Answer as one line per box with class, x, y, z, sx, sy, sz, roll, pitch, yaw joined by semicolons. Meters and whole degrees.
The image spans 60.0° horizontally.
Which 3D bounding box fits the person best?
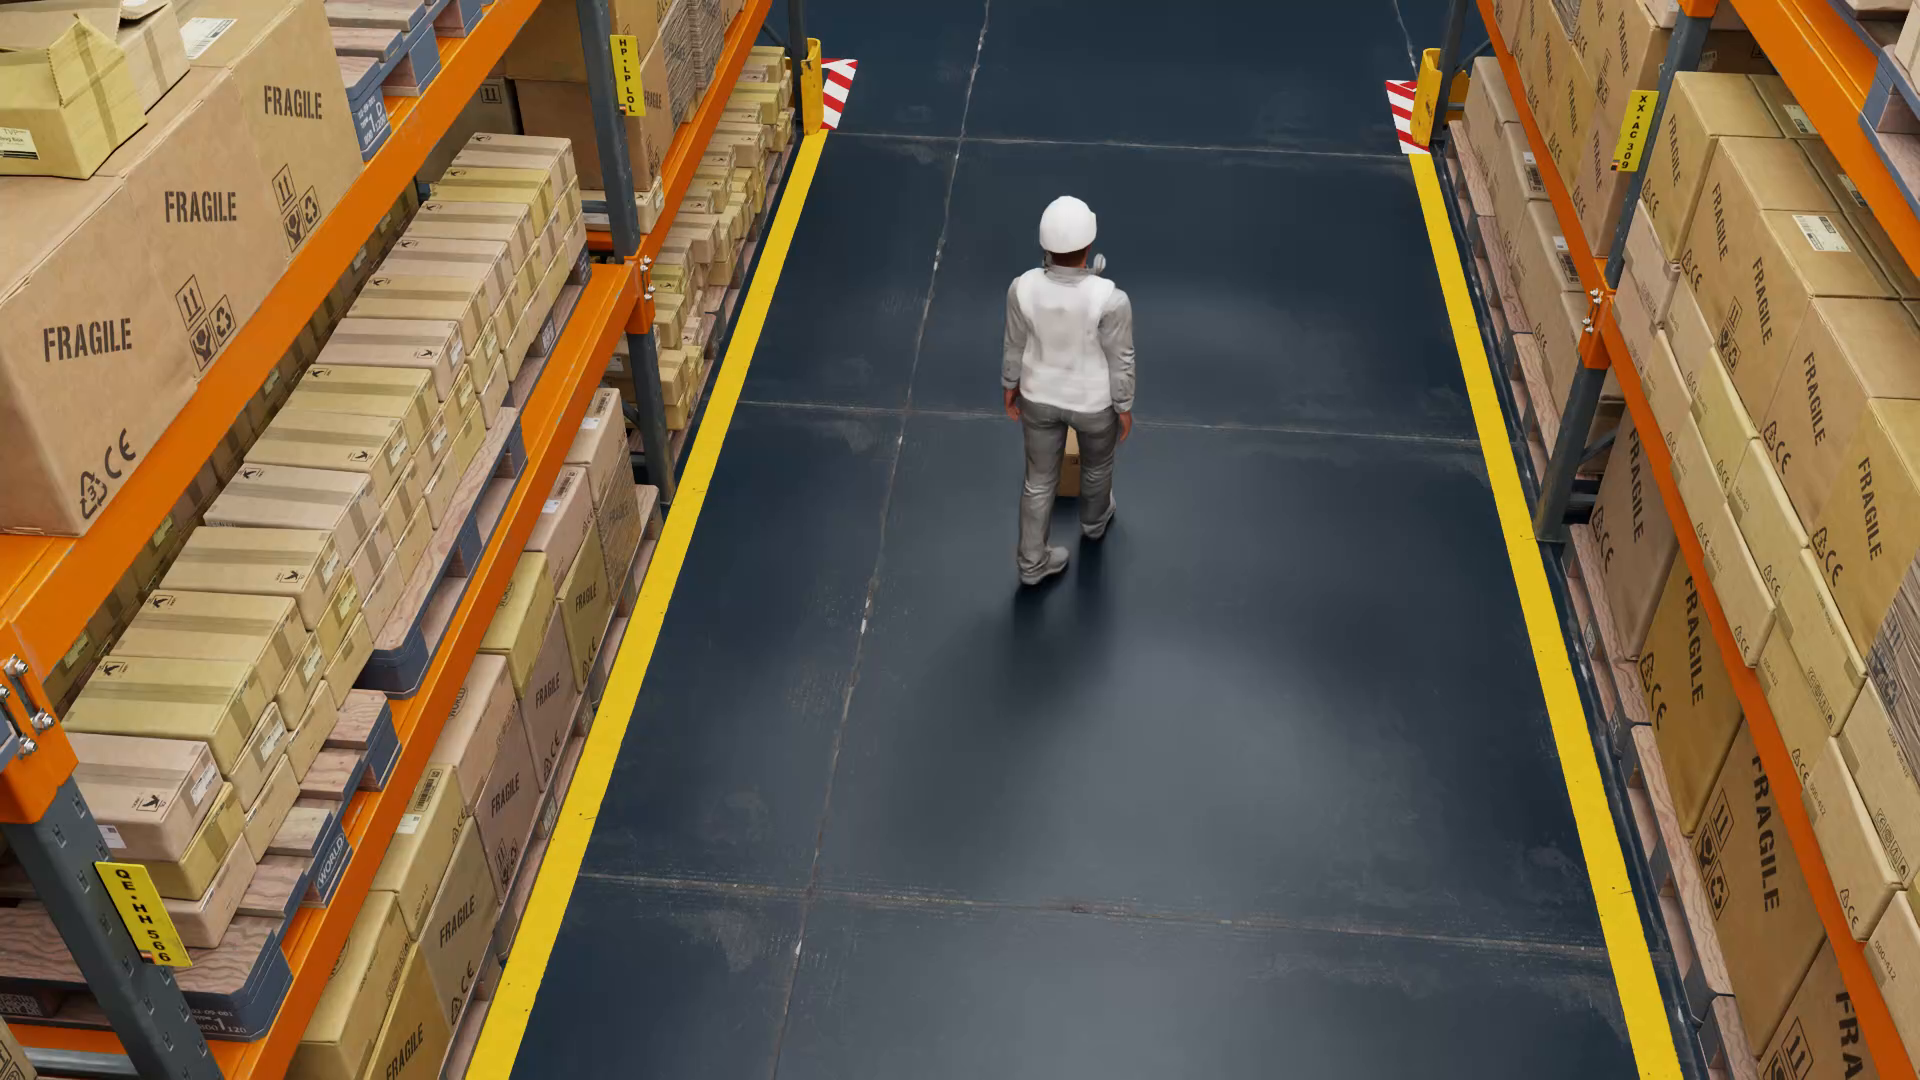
person;0.470;-0.653;6.922;0.572;1.763;0.743;12;41;14
